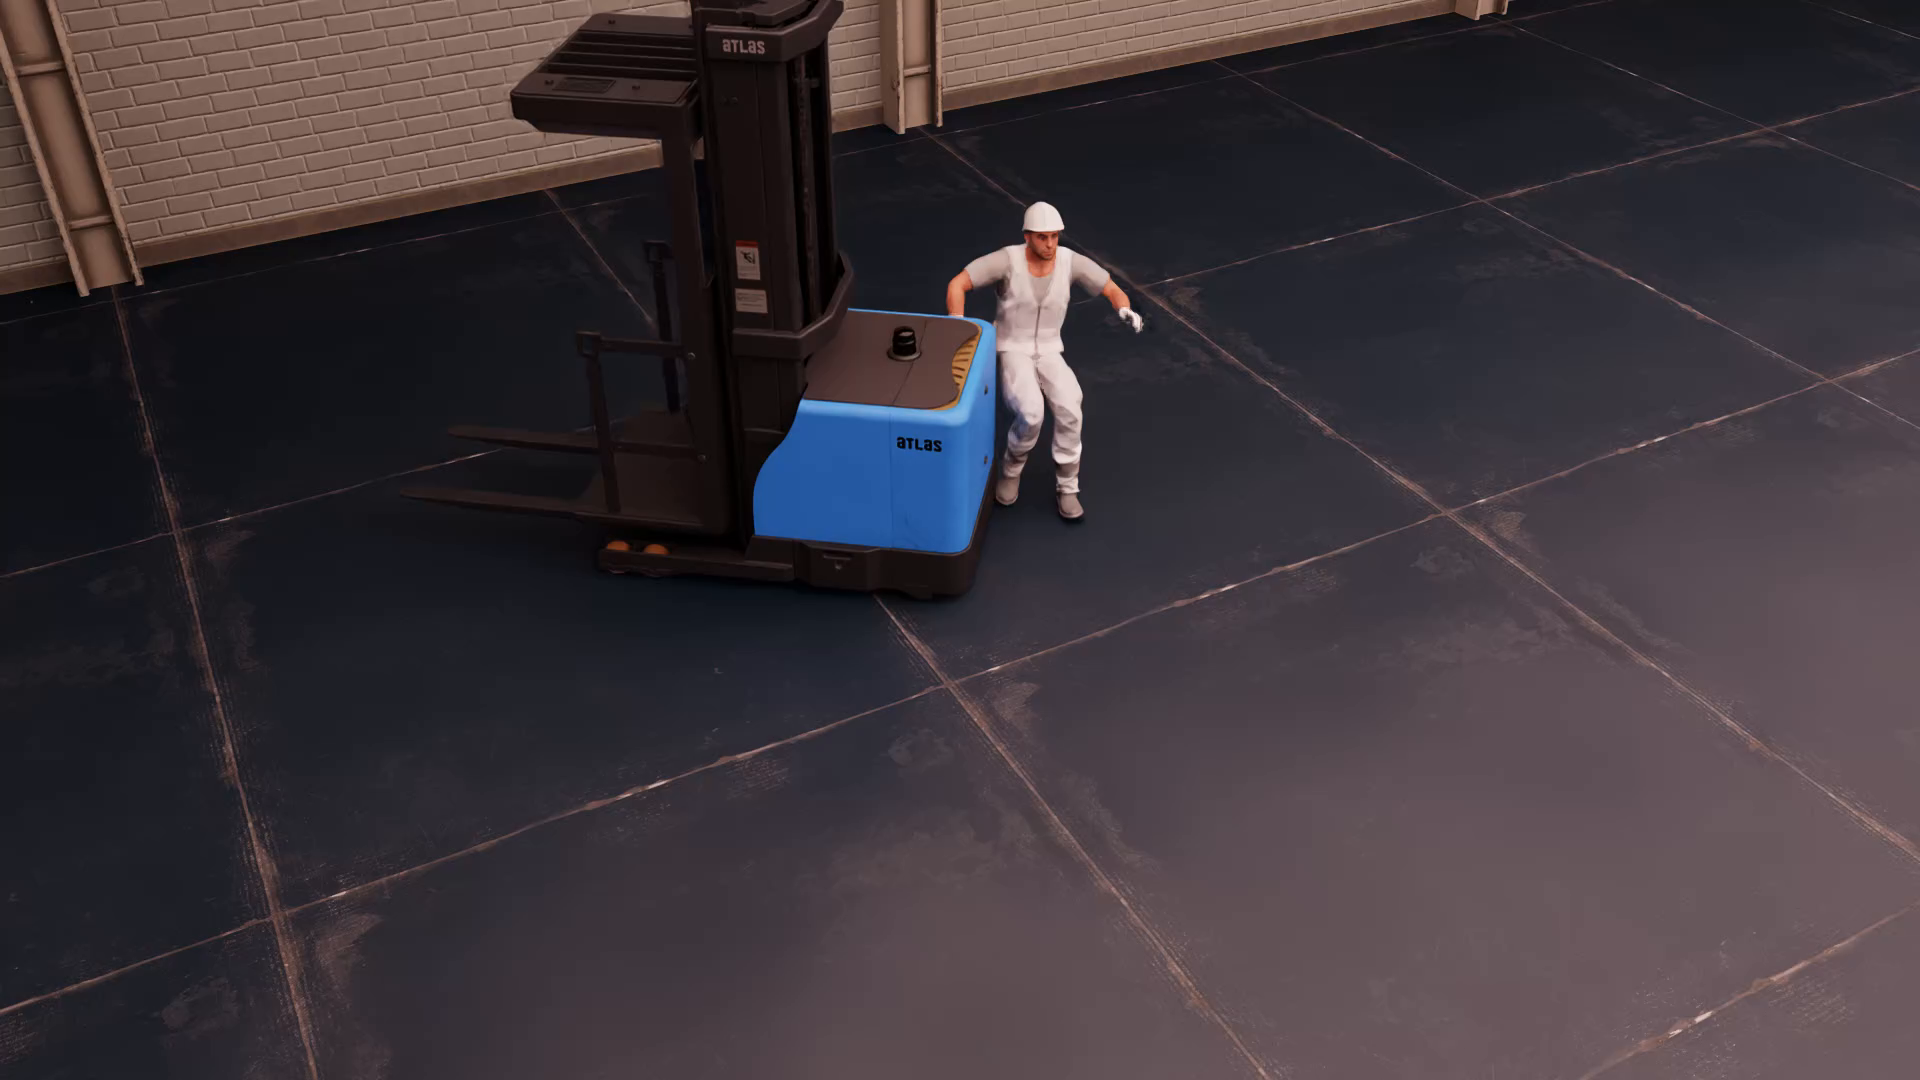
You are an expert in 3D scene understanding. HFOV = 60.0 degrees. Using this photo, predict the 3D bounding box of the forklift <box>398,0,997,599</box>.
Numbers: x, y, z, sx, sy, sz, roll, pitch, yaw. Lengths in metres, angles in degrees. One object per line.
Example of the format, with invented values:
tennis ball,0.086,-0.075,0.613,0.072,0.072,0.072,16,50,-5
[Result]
forklift,-1.369,-1.302,7.965,3.031,2.935,1.130,5,36,8

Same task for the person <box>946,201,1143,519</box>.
person,0.428,-0.926,8.647,0.992,1.543,0.873,-13,37,-18
